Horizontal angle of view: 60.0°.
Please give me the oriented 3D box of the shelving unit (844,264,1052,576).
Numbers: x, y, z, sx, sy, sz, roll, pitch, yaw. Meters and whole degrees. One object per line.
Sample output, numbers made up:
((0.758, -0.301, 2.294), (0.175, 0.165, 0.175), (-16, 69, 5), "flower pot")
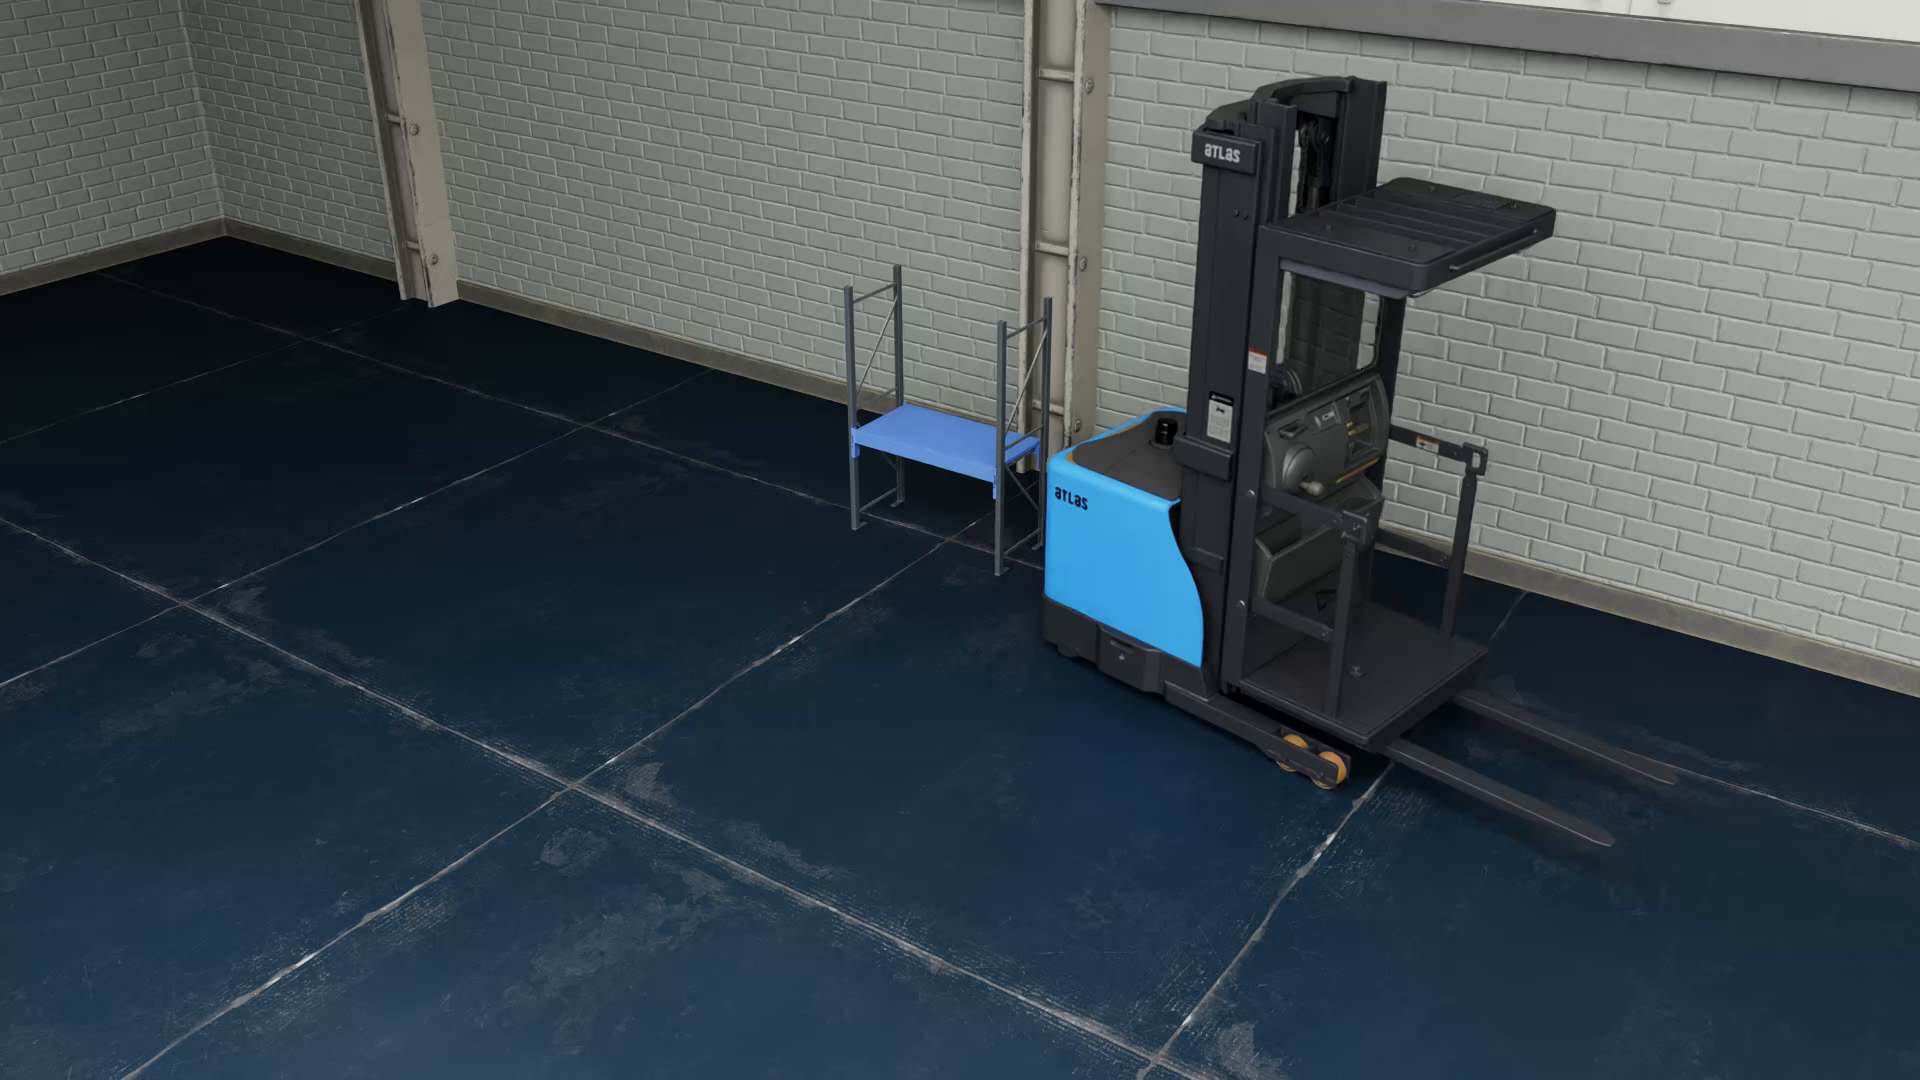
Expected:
((-0.070, -0.690, 9.453), (1.048, 1.500, 0.538), (17, 32, 30), "shelving unit")

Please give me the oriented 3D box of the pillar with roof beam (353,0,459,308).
((-6.779, -4.386, 8.447), (0.400, 9.000, 9.100), (17, 32, 30), "pillar with roof beam")

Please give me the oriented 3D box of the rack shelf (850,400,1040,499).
((-0.070, -0.530, 9.534), (1.000, 0.185, 0.538), (17, 32, 30), "rack shelf")

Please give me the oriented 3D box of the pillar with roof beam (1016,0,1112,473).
((-1.833, -2.846, 5.420), (0.400, 9.000, 9.100), (17, 32, 30), "pillar with roof beam")

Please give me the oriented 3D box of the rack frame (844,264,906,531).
((-0.489, -0.821, 9.709), (0.032, 1.500, 0.500), (17, 32, 30), "rack frame")

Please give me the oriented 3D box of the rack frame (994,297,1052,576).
((0.349, -0.560, 9.196), (0.032, 1.500, 0.500), (17, 32, 30), "rack frame")

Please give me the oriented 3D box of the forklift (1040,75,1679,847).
((1.816, -0.445, 7.393), (3.031, 2.935, 1.130), (24, 36, 39), "forklift")
